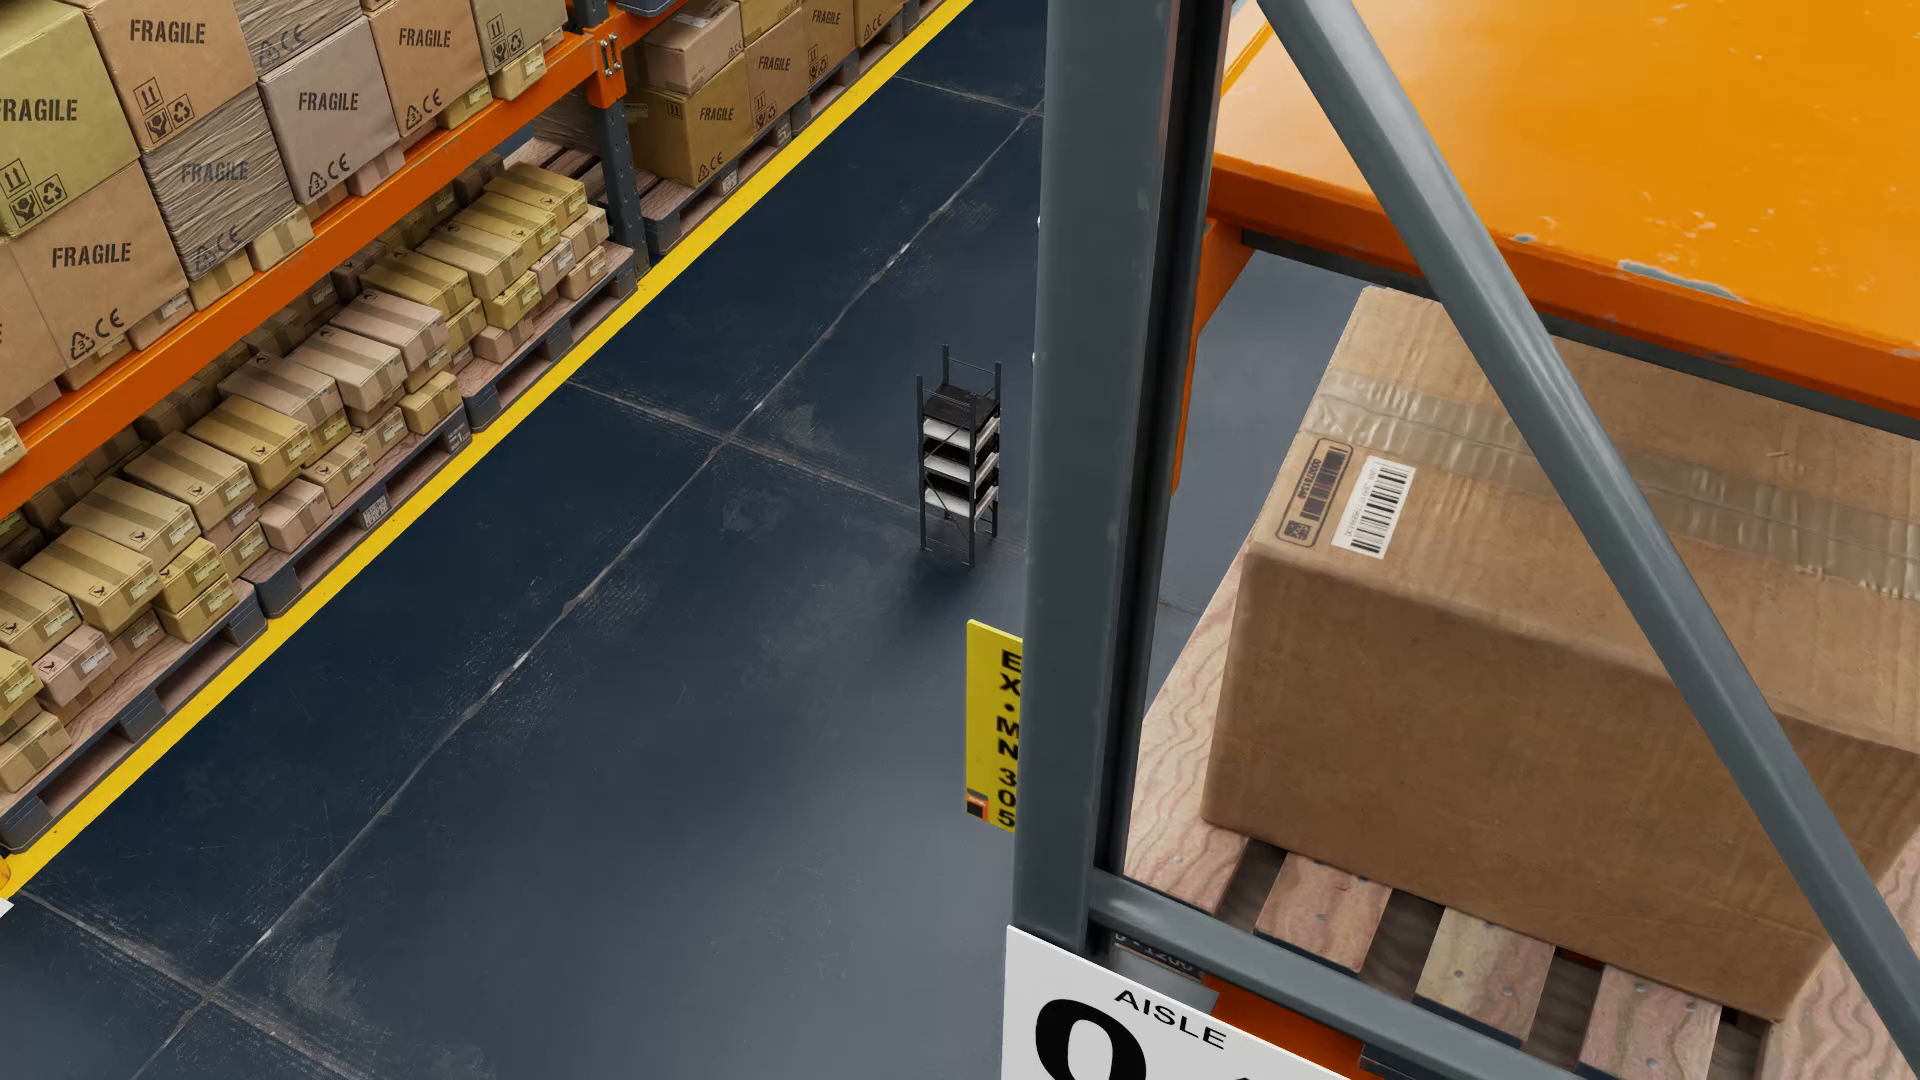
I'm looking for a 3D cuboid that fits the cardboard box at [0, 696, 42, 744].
[{"bbox_3d":[-3.349,0.539,5.608,0.380,0.149,0.250,22,49,21],"label":"cardboard box"}]

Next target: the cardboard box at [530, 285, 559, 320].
[{"bbox_3d":[-2.038,-1.135,7.472,0.380,0.149,0.250,22,49,20],"label":"cardboard box"}]

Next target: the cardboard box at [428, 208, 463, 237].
[{"bbox_3d":[-2.453,-1.423,7.548,0.380,0.149,0.250,21,49,19],"label":"cardboard box"}]

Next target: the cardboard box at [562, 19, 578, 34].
[{"bbox_3d":[-1.841,-2.570,8.116,0.500,0.250,0.500,19,48,18],"label":"cardboard box"}]

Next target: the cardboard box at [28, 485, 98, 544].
[{"bbox_3d":[-3.372,-0.105,6.245,0.380,0.149,0.250,20,49,19],"label":"cardboard box"}]

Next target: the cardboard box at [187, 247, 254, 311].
[{"bbox_3d":[-2.700,-0.972,5.779,0.380,0.149,0.250,22,49,20],"label":"cardboard box"}]

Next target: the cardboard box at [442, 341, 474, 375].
[{"bbox_3d":[-2.334,-0.821,7.162,0.380,0.149,0.250,19,48,18],"label":"cardboard box"}]

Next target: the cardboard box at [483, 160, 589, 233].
[{"bbox_3d":[-1.898,-1.530,7.444,0.380,0.149,0.250,22,49,20],"label":"cardboard box"}]

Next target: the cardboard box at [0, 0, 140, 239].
[{"bbox_3d":[-2.887,-1.292,4.935,0.500,0.500,0.500,19,48,18],"label":"cardboard box"}]

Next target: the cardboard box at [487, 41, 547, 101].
[{"bbox_3d":[-1.911,-1.941,6.736,0.380,0.149,0.250,19,48,18],"label":"cardboard box"}]

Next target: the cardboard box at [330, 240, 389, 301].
[{"bbox_3d":[-2.662,-1.190,7.108,0.380,0.149,0.250,19,48,18],"label":"cardboard box"}]

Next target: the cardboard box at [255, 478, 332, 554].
[{"bbox_3d":[-2.693,-0.131,6.480,0.380,0.149,0.250,18,48,17],"label":"cardboard box"}]

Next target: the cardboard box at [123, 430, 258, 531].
[{"bbox_3d":[-2.845,-0.223,6.152,0.380,0.149,0.250,22,49,21],"label":"cardboard box"}]

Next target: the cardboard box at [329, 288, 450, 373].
[{"bbox_3d":[-2.324,-0.858,6.779,0.380,0.149,0.250,18,48,17],"label":"cardboard box"}]

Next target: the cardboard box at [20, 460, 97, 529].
[{"bbox_3d":[-3.447,-0.224,6.153,0.380,0.149,0.250,19,48,18],"label":"cardboard box"}]

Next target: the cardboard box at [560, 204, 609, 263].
[{"bbox_3d":[-1.828,-1.432,7.556,0.380,0.149,0.250,21,49,20],"label":"cardboard box"}]

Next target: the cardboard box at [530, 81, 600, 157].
[{"bbox_3d":[-1.843,-2.303,8.380,0.500,0.500,0.500,20,49,18],"label":"cardboard box"}]

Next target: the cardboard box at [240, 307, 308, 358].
[{"bbox_3d":[-2.905,-0.857,6.779,0.380,0.149,0.250,19,48,17],"label":"cardboard box"}]

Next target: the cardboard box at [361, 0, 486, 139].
[{"bbox_3d":[-2.180,-1.900,6.239,0.500,0.500,0.500,19,48,18],"label":"cardboard box"}]

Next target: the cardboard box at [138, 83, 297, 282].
[{"bbox_3d":[-2.671,-1.270,5.616,0.500,0.500,0.500,19,48,18],"label":"cardboard box"}]

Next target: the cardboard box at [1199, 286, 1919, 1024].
[{"bbox_3d":[0.720,0.118,1.979,0.700,0.500,0.500,18,48,17],"label":"cardboard box"}]

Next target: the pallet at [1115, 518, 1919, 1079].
[{"bbox_3d":[0.861,0.242,2.355,1.003,0.211,1.213,20,49,19],"label":"pallet"}]

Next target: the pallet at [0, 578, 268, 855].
[{"bbox_3d":[-3.376,0.467,6.140,1.003,0.211,1.213,20,49,19],"label":"pallet"}]

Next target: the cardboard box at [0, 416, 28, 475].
[{"bbox_3d":[-3.126,-0.299,5.113,0.380,0.149,0.250,19,48,18],"label":"cardboard box"}]

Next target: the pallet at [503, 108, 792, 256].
[{"bbox_3d":[-1.603,-1.996,8.574,1.003,0.211,1.213,20,49,19],"label":"pallet"}]

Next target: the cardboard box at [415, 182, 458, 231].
[{"bbox_3d":[-2.487,-1.537,7.451,0.380,0.149,0.250,23,50,21],"label":"cardboard box"}]

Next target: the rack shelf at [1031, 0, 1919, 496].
[{"bbox_3d":[1.455,-1.239,2.435,1.077,0.370,4.000,20,49,19],"label":"rack shelf"}]

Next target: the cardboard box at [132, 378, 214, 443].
[{"bbox_3d":[-3.151,-0.541,6.466,0.380,0.149,0.250,19,48,18],"label":"cardboard box"}]

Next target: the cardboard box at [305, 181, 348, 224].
[{"bbox_3d":[-2.495,-1.315,6.117,0.380,0.149,0.250,20,49,18],"label":"cardboard box"}]

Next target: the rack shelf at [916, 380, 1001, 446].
[{"bbox_3d":[-0.004,-0.478,6.257,0.258,0.077,0.200,20,49,19],"label":"rack shelf"}]

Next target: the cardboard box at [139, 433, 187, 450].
[{"bbox_3d":[-3.224,-0.456,6.591,0.380,0.149,0.250,23,50,21],"label":"cardboard box"}]

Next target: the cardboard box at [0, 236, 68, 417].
[{"bbox_3d":[-3.141,-0.642,4.996,0.500,0.500,0.500,21,49,19],"label":"cardboard box"}]

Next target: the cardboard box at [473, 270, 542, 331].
[{"bbox_3d":[-2.051,-1.083,7.211,0.380,0.149,0.250,19,48,18],"label":"cardboard box"}]

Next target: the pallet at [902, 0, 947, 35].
[{"bbox_3d":[-0.470,-3.533,10.093,1.003,0.211,1.213,20,49,19],"label":"pallet"}]

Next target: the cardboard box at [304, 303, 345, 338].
[{"bbox_3d":[-2.810,-0.923,7.054,0.380,0.149,0.250,23,50,21],"label":"cardboard box"}]

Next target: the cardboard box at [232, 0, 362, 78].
[{"bbox_3d":[-2.427,-1.946,5.582,0.500,0.500,0.500,22,49,20],"label":"cardboard box"}]

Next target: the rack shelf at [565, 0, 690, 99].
[{"bbox_3d":[-1.035,-3.492,8.598,1.077,0.370,4.000,20,49,19],"label":"rack shelf"}]

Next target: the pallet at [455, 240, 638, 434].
[{"bbox_3d":[-2.244,-1.070,7.659,1.003,0.211,1.213,20,49,19],"label":"pallet"}]

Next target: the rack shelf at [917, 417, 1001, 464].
[{"bbox_3d":[-0.004,-0.414,6.321,0.258,0.077,0.200,20,49,19],"label":"rack shelf"}]

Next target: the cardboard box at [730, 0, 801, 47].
[{"bbox_3d":[-1.141,-2.732,8.276,0.500,0.250,0.500,22,49,20],"label":"cardboard box"}]

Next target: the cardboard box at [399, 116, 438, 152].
[{"bbox_3d":[-2.269,-1.653,6.451,0.380,0.149,0.250,19,48,18],"label":"cardboard box"}]

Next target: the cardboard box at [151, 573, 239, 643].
[{"bbox_3d":[-2.919,0.189,6.163,0.380,0.149,0.250,21,49,20],"label":"cardboard box"}]

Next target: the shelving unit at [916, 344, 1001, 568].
[{"bbox_3d":[-0.004,-0.311,6.425,0.258,0.900,0.210,20,49,19],"label":"shelving unit"}]

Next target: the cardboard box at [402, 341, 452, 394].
[{"bbox_3d":[-2.355,-0.790,6.922,0.380,0.149,0.250,22,49,20],"label":"cardboard box"}]

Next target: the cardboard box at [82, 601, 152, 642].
[{"bbox_3d":[-3.137,0.202,5.941,0.380,0.149,0.250,21,49,20],"label":"cardboard box"}]

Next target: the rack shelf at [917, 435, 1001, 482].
[{"bbox_3d":[-0.004,-0.351,6.385,0.258,0.077,0.200,20,49,19],"label":"rack shelf"}]

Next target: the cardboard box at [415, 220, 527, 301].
[{"bbox_3d":[-2.090,-1.196,7.114,0.380,0.149,0.250,20,49,19],"label":"cardboard box"}]

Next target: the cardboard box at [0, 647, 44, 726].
[{"bbox_3d":[-3.276,0.462,5.475,0.380,0.149,0.250,18,48,17],"label":"cardboard box"}]

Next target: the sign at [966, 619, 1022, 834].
[{"bbox_3d":[0.052,0.210,1.757,0.100,0.325,0.005,20,49,19],"label":"sign"}]

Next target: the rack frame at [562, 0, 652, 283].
[{"bbox_3d":[-1.963,-2.485,7.097,1.000,3.000,0.127,20,49,19],"label":"rack frame"}]

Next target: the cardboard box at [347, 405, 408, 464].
[{"bbox_3d":[-2.504,-0.477,6.821,0.380,0.149,0.250,21,49,20],"label":"cardboard box"}]

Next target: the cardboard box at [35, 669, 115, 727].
[{"bbox_3d":[-3.244,0.473,5.883,0.380,0.149,0.250,20,49,19],"label":"cardboard box"}]

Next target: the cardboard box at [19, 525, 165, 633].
[{"bbox_3d":[-3.024,0.132,5.801,0.380,0.149,0.250,20,49,19],"label":"cardboard box"}]

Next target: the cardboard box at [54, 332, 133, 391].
[{"bbox_3d":[-2.979,-0.670,5.480,0.380,0.149,0.250,20,49,19],"label":"cardboard box"}]

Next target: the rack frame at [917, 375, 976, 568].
[{"bbox_3d":[-0.051,-0.247,6.362,0.240,0.900,0.006,20,49,19],"label":"rack frame"}]

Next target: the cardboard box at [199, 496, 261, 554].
[{"bbox_3d":[-2.883,-0.122,6.262,0.380,0.149,0.250,18,48,17],"label":"cardboard box"}]

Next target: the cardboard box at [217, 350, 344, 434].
[{"bbox_3d":[-2.650,-0.563,6.489,0.380,0.149,0.250,21,49,19],"label":"cardboard box"}]

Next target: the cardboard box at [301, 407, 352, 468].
[{"bbox_3d":[-2.659,-0.474,6.609,0.380,0.149,0.250,23,50,21],"label":"cardboard box"}]

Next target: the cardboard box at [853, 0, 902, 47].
[{"bbox_3d":[-0.656,-3.109,9.176,0.500,0.500,0.500,18,48,17],"label":"cardboard box"}]

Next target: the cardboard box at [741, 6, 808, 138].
[{"bbox_3d":[-1.141,-2.466,8.540,0.500,0.500,0.500,23,50,21],"label":"cardboard box"}]
